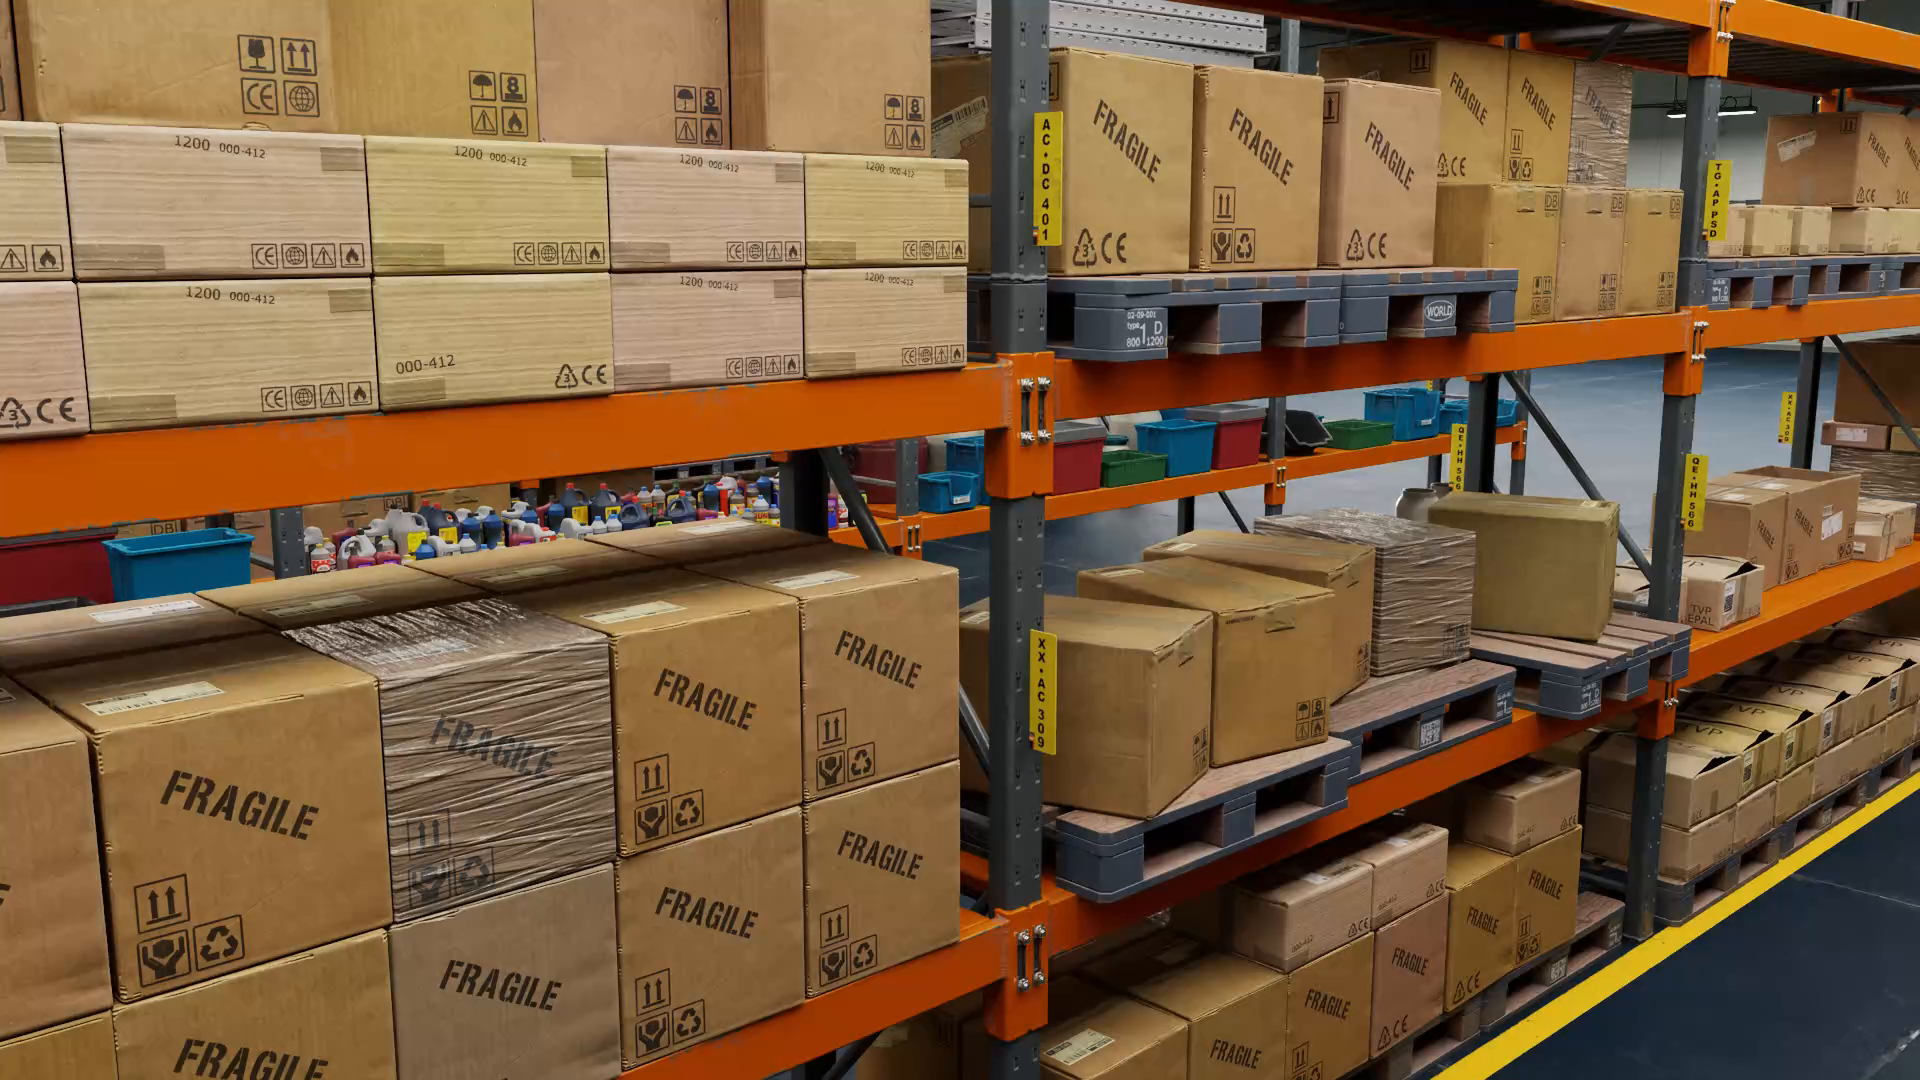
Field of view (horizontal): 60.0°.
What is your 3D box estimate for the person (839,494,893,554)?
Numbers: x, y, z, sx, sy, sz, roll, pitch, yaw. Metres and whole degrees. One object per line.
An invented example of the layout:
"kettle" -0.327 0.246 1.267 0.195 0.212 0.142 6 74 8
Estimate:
"person" -0.769 -0.294 13.963 0.494 1.765 0.546 -9 14 -42
